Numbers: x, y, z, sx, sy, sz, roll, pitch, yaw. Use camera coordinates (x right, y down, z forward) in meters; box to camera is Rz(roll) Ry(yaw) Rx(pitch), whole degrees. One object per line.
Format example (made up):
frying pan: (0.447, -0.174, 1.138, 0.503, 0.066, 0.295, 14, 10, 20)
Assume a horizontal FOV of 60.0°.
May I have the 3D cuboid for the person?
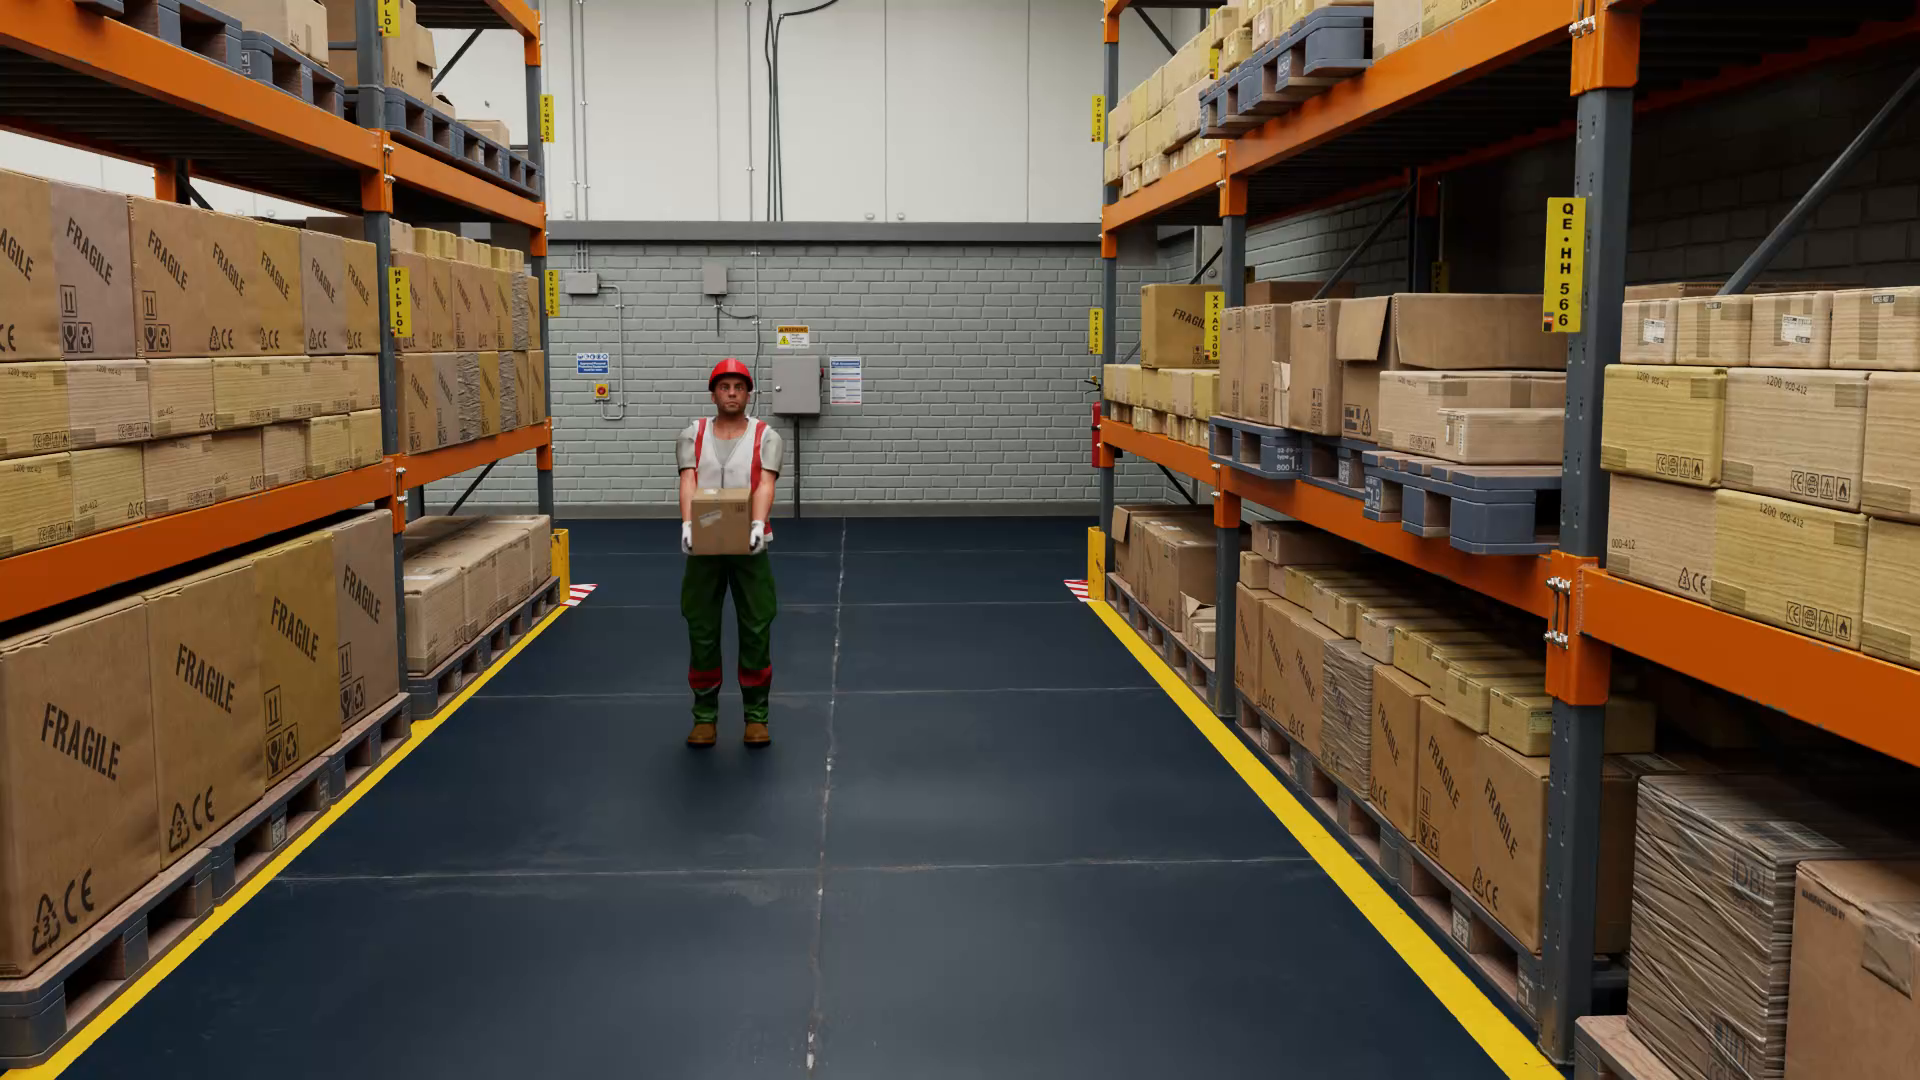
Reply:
person: (-1.059, 0.064, 7.625, 0.494, 1.783, 0.563, 0, 7, -4)
